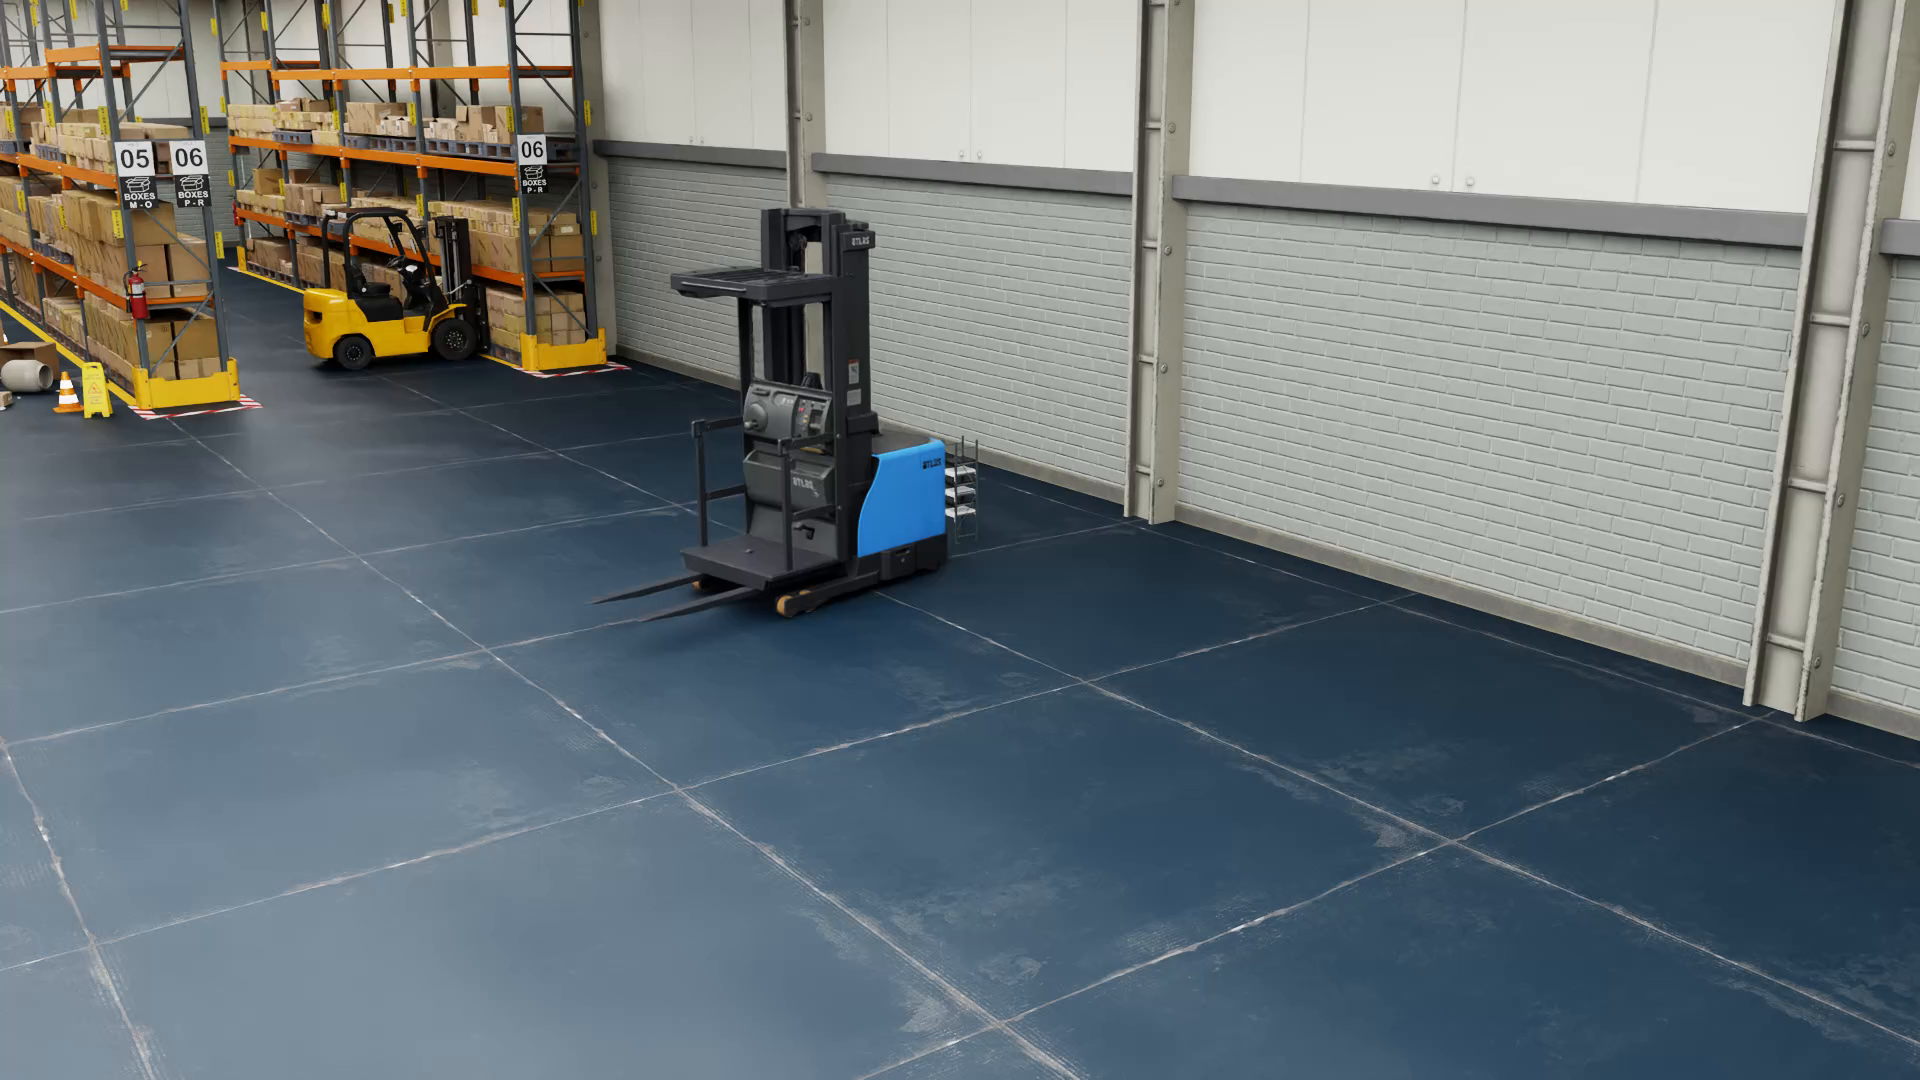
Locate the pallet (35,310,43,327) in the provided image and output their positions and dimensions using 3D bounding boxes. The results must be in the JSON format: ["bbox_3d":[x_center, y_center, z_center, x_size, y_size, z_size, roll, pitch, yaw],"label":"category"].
[{"bbox_3d":[-14.741,-3.699,27.692,1.003,0.211,1.213,-11,19,-35],"label":"pallet"}]

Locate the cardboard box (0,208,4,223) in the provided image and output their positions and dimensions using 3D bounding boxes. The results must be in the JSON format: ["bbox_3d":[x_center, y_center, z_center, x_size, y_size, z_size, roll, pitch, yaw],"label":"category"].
[{"bbox_3d":[-16.331,-5.643,28.847,0.500,0.250,0.500,-11,18,-34],"label":"cardboard box"}]

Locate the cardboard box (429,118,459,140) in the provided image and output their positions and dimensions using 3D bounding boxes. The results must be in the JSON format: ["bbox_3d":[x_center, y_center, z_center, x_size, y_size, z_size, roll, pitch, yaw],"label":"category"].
[{"bbox_3d":[-7.682,-6.221,25.124,0.500,0.311,0.500,-10,18,-33],"label":"cardboard box"}]

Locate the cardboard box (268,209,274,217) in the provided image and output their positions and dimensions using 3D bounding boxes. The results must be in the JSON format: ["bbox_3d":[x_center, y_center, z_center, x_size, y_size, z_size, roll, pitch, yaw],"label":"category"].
[{"bbox_3d":[-13.718,-6.612,33.527,0.380,0.149,0.250,-11,19,-35],"label":"cardboard box"}]

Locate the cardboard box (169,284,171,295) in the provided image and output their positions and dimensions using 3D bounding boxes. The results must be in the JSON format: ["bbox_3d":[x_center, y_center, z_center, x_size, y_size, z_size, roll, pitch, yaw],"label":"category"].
[{"bbox_3d":[-9.827,-3.191,21.029,0.380,0.149,0.250,-11,19,-34],"label":"cardboard box"}]

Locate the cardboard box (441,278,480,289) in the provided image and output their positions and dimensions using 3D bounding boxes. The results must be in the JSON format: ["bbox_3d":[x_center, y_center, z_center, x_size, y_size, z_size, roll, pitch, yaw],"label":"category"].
[{"bbox_3d":[-7.651,-3.877,25.579,0.500,0.250,0.500,-11,19,-34],"label":"cardboard box"}]

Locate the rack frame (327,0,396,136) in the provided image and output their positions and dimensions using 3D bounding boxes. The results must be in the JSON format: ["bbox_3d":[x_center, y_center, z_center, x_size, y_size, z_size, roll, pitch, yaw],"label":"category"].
[{"bbox_3d":[-10.326,-8.529,28.692,1.000,3.000,0.127,-11,19,-35],"label":"rack frame"}]

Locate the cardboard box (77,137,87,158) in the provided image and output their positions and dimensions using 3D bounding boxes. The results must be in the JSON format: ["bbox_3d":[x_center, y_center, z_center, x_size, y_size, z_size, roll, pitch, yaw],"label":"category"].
[{"bbox_3d":[-11.056,-5.066,21.444,0.500,0.250,0.500,-11,19,-34],"label":"cardboard box"}]

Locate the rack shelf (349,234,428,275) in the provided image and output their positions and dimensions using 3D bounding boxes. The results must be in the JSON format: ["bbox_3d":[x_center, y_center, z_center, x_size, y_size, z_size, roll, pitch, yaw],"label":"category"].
[{"bbox_3d":[-9.150,-4.861,28.019,1.077,0.370,4.000,-11,19,-35],"label":"rack shelf"}]

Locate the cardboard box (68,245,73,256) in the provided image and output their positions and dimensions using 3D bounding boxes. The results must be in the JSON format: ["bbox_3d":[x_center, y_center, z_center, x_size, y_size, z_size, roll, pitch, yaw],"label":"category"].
[{"bbox_3d":[-12.513,-4.159,23.768,0.380,0.149,0.250,-11,19,-34],"label":"cardboard box"}]

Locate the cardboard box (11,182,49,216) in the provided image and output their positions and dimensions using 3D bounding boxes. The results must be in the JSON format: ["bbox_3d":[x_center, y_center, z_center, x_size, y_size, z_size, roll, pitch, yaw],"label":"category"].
[{"bbox_3d":[-15.163,-5.573,27.172,0.500,0.500,0.500,-10,18,-34],"label":"cardboard box"}]

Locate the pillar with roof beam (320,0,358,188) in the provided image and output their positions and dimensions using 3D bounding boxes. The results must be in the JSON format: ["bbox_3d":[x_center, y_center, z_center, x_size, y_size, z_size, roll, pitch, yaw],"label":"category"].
[{"bbox_3d":[-15.840,-9.004,30.426,9.100,9.000,0.400,-11,19,-35],"label":"pillar with roof beam"}]

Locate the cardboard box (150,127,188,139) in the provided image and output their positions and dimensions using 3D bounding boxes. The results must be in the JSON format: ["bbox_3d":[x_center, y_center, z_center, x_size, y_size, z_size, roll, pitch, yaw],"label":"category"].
[{"bbox_3d":[-9.679,-4.974,20.350,0.380,0.149,0.250,-11,19,-35],"label":"cardboard box"}]

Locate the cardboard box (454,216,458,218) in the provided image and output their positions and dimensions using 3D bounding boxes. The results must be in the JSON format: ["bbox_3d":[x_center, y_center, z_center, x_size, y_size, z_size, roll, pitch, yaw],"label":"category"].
[{"bbox_3d":[-7.432,-4.807,25.038,0.380,0.149,0.250,-11,19,-35],"label":"cardboard box"}]

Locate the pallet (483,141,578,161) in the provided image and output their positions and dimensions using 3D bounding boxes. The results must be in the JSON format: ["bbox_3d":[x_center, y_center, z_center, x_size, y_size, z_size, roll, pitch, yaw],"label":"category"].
[{"bbox_3d":[-6.017,-5.486,23.425,1.003,0.211,1.213,-11,19,-35],"label":"pallet"}]

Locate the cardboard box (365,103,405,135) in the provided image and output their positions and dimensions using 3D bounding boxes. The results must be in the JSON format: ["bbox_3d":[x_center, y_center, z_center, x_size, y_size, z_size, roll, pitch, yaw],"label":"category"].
[{"bbox_3d":[-9.499,-6.971,27.509,0.500,0.500,0.500,-10,18,-33],"label":"cardboard box"}]

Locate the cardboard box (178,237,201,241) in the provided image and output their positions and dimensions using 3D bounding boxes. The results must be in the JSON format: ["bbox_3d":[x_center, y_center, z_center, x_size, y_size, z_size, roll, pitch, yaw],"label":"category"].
[{"bbox_3d":[-9.996,-3.602,21.302,0.500,0.500,0.500,-10,18,-33],"label":"cardboard box"}]

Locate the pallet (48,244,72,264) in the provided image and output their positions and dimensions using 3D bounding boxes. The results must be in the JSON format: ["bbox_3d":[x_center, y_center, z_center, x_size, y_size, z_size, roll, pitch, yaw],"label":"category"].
[{"bbox_3d":[-13.142,-4.355,25.171,1.003,0.211,1.213,-11,19,-35],"label":"pallet"}]

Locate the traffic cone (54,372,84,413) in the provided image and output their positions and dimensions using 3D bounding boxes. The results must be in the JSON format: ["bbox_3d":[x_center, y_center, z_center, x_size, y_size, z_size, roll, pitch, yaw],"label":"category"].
[{"bbox_3d":[-10.931,-1.824,20.364,0.336,0.463,0.334,-11,19,-35],"label":"traffic cone"}]

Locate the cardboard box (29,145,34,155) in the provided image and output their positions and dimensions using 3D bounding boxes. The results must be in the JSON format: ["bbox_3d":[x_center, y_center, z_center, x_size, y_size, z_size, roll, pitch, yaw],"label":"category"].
[{"bbox_3d":[-14.291,-6.096,25.961,0.380,0.149,0.250,-11,19,-35],"label":"cardboard box"}]

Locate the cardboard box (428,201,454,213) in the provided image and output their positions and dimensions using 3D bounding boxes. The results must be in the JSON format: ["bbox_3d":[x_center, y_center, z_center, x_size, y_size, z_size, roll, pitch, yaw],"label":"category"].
[{"bbox_3d":[-8.027,-5.172,25.809,0.380,0.149,0.250,-10,18,-33],"label":"cardboard box"}]

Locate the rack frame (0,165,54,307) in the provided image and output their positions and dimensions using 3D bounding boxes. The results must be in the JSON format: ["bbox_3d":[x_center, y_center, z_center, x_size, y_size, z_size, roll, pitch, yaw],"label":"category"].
[{"bbox_3d":[-16.691,-5.718,29.787,1.000,3.000,0.127,-11,19,-35],"label":"rack frame"}]

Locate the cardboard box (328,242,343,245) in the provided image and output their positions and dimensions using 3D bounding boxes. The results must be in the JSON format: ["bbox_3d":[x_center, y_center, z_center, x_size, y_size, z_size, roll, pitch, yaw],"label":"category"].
[{"bbox_3d":[-12.228,-5.766,32.670,0.380,0.149,0.250,-12,19,-37],"label":"cardboard box"}]

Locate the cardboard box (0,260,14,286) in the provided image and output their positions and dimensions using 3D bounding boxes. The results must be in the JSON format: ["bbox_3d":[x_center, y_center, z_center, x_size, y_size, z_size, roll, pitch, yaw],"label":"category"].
[{"bbox_3d":[-17.500,-5.027,31.319,0.875,0.438,0.875,-12,19,-36],"label":"cardboard box"}]

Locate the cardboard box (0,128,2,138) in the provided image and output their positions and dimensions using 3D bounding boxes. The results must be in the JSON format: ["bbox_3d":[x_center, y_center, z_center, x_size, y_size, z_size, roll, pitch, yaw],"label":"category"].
[{"bbox_3d":[-15.432,-6.689,27.109,0.396,0.266,0.258,-11,19,-36],"label":"cardboard box"}]

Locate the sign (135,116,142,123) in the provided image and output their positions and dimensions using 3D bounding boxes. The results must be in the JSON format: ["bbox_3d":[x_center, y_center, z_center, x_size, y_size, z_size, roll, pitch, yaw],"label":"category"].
[{"bbox_3d":[-11.553,-5.792,23.395,0.100,0.325,0.005,-11,19,-35],"label":"sign"}]

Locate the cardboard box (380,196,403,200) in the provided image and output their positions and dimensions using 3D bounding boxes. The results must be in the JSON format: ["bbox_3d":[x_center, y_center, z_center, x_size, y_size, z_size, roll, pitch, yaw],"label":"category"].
[{"bbox_3d":[-9.971,-5.959,29.247,0.380,0.149,0.250,-10,18,-33],"label":"cardboard box"}]

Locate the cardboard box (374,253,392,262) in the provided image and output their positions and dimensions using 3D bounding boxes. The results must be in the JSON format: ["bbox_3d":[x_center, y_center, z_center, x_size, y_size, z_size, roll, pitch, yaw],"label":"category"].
[{"bbox_3d":[-10.515,-5.166,30.479,0.380,0.149,0.250,-10,18,-33],"label":"cardboard box"}]

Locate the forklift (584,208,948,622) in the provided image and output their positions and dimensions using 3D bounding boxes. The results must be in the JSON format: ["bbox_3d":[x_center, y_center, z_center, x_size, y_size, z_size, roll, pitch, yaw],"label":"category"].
[{"bbox_3d":[-1.467,-0.983,12.615,1.130,2.935,3.031,14,20,41],"label":"forklift"}]

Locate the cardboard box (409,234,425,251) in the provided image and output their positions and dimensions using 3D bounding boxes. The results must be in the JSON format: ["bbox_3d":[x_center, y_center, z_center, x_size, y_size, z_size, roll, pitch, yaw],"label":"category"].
[{"bbox_3d":[-8.482,-4.776,26.628,0.500,0.250,0.500,-10,18,-33],"label":"cardboard box"}]

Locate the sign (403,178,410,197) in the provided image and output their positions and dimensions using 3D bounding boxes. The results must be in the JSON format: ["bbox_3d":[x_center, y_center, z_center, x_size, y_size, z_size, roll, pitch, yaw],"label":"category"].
[{"bbox_3d":[-9.879,-6.281,29.649,0.100,0.325,0.005,-11,19,-35],"label":"sign"}]

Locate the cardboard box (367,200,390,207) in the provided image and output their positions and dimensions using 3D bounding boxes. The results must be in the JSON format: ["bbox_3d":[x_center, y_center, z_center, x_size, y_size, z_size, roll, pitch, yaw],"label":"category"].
[{"bbox_3d":[-9.883,-5.721,28.380,0.380,0.149,0.250,-11,19,-34],"label":"cardboard box"}]

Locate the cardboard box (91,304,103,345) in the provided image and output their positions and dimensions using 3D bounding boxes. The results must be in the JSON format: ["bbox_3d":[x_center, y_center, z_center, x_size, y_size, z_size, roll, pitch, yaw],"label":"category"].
[{"bbox_3d":[-11.534,-2.968,22.730,0.500,0.500,0.500,-10,18,-32],"label":"cardboard box"}]

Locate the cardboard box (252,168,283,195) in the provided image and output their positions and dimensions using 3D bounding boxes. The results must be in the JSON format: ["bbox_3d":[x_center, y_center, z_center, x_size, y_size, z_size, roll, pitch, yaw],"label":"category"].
[{"bbox_3d":[-14.099,-7.318,33.931,0.500,0.500,0.500,-10,18,-33],"label":"cardboard box"}]

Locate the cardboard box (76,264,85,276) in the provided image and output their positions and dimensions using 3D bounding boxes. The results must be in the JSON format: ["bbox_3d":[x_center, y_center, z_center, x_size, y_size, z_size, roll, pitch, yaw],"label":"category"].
[{"bbox_3d":[-12.061,-3.772,23.151,0.380,0.149,0.250,-11,19,-35],"label":"cardboard box"}]

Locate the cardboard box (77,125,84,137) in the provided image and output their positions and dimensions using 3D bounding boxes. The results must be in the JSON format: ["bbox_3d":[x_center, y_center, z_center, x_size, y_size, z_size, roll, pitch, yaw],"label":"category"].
[{"bbox_3d":[-11.256,-5.333,21.662,0.380,0.149,0.250,-11,19,-35],"label":"cardboard box"}]

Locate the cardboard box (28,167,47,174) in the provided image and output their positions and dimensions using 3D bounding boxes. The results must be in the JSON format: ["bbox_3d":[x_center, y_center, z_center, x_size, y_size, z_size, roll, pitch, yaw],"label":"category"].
[{"bbox_3d":[-16.666,-6.669,29.950,0.380,0.149,0.250,-11,19,-35],"label":"cardboard box"}]

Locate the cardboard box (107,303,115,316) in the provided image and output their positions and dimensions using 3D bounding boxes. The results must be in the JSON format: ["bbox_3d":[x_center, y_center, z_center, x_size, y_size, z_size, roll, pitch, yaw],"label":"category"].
[{"bbox_3d":[-10.886,-3.016,21.678,0.380,0.149,0.250,-10,18,-32],"label":"cardboard box"}]

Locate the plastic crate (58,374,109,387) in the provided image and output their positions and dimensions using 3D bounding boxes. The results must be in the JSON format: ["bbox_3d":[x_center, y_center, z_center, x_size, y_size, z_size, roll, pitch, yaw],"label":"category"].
[{"bbox_3d":[-11.727,-2.139,22.241,0.583,0.080,0.402,10,18,33],"label":"plastic crate"}]

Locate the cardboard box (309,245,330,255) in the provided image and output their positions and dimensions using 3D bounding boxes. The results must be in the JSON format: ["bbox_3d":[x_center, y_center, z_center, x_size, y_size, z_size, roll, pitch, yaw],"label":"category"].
[{"bbox_3d":[-12.297,-5.581,31.997,0.380,0.149,0.250,-12,19,-37],"label":"cardboard box"}]

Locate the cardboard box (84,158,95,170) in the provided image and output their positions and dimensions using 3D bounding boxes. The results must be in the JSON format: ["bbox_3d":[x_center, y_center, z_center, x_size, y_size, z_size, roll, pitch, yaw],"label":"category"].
[{"bbox_3d":[-11.010,-4.835,21.355,0.380,0.149,0.250,-11,19,-35],"label":"cardboard box"}]

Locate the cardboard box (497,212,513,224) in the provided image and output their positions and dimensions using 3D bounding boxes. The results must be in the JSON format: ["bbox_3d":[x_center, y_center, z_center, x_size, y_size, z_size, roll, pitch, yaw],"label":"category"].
[{"bbox_3d":[-6.349,-4.575,23.628,0.380,0.149,0.250,-10,18,-33],"label":"cardboard box"}]

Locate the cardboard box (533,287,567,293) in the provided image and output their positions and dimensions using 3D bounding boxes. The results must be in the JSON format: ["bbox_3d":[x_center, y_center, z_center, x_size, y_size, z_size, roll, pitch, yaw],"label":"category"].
[{"bbox_3d":[-6.048,-3.524,24.289,0.500,0.250,0.500,-11,19,-34],"label":"cardboard box"}]

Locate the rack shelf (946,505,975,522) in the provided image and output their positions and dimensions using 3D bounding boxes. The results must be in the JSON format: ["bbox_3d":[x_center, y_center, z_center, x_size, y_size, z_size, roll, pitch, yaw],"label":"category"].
[{"bbox_3d":[-0.005,-0.230,14.520,0.258,0.077,0.200,-11,19,-35],"label":"rack shelf"}]

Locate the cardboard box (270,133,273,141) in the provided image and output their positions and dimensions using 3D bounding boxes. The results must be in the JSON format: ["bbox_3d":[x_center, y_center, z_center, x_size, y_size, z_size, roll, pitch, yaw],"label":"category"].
[{"bbox_3d":[-13.270,-7.899,32.548,0.380,0.149,0.250,-11,19,-35],"label":"cardboard box"}]

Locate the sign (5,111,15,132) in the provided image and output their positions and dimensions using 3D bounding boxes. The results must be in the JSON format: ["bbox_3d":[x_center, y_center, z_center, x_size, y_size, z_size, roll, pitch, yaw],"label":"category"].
[{"bbox_3d":[-14.793,-6.514,25.883,0.100,0.325,0.005,-11,19,-35],"label":"sign"}]

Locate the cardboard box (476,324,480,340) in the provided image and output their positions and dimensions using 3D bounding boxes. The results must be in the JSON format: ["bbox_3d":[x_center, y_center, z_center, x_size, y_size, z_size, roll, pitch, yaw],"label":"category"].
[{"bbox_3d":[-7.049,-3.178,24.919,0.500,0.250,0.500,-10,18,-33],"label":"cardboard box"}]

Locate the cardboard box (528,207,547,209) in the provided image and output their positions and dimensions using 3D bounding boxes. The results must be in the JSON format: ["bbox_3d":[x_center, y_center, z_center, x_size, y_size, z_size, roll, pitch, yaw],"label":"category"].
[{"bbox_3d":[-6.323,-4.831,24.563,0.380,0.149,0.250,-11,19,-36],"label":"cardboard box"}]

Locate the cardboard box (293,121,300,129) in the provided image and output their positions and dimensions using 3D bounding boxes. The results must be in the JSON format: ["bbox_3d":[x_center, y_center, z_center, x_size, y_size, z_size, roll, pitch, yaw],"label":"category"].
[{"bbox_3d":[-12.079,-7.667,30.716,0.380,0.149,0.250,-10,18,-33],"label":"cardboard box"}]

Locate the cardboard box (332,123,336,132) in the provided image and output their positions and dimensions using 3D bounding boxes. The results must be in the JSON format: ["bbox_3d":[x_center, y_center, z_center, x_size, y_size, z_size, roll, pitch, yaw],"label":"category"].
[{"bbox_3d":[-10.866,-7.299,29.409,0.380,0.149,0.250,-11,19,-36],"label":"cardboard box"}]

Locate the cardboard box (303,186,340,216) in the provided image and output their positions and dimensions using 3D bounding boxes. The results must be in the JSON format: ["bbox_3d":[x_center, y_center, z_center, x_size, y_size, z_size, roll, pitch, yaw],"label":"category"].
[{"bbox_3d":[-11.808,-6.324,31.016,0.700,0.500,0.500,-11,19,-35],"label":"cardboard box"}]

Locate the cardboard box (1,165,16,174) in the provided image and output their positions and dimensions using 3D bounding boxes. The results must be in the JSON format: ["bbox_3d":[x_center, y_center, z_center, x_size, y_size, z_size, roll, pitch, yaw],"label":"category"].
[{"bbox_3d":[-17.197,-6.651,29.884,0.380,0.149,0.250,-10,18,-33],"label":"cardboard box"}]

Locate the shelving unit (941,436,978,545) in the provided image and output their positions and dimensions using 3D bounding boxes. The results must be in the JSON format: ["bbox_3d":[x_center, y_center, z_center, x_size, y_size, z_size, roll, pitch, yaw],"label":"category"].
[{"bbox_3d":[-0.005,-0.436,14.464,0.258,0.900,0.210,-11,19,-35],"label":"shelving unit"}]

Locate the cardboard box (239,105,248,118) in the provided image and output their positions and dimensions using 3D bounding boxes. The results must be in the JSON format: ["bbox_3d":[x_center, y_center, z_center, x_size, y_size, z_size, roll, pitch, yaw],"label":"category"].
[{"bbox_3d":[-14.382,-8.752,33.964,0.500,0.250,0.500,-11,19,-35],"label":"cardboard box"}]

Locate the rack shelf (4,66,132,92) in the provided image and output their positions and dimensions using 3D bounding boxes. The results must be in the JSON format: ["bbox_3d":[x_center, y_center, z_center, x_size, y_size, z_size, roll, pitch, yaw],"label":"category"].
[{"bbox_3d":[-13.163,-6.791,24.462,1.077,0.370,4.000,-11,19,-35],"label":"rack shelf"}]

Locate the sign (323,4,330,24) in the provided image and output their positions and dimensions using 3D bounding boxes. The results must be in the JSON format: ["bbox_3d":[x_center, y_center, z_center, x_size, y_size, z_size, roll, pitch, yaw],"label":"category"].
[{"bbox_3d":[-10.759,-8.932,28.243,0.100,0.325,0.005,-11,19,-35],"label":"sign"}]
